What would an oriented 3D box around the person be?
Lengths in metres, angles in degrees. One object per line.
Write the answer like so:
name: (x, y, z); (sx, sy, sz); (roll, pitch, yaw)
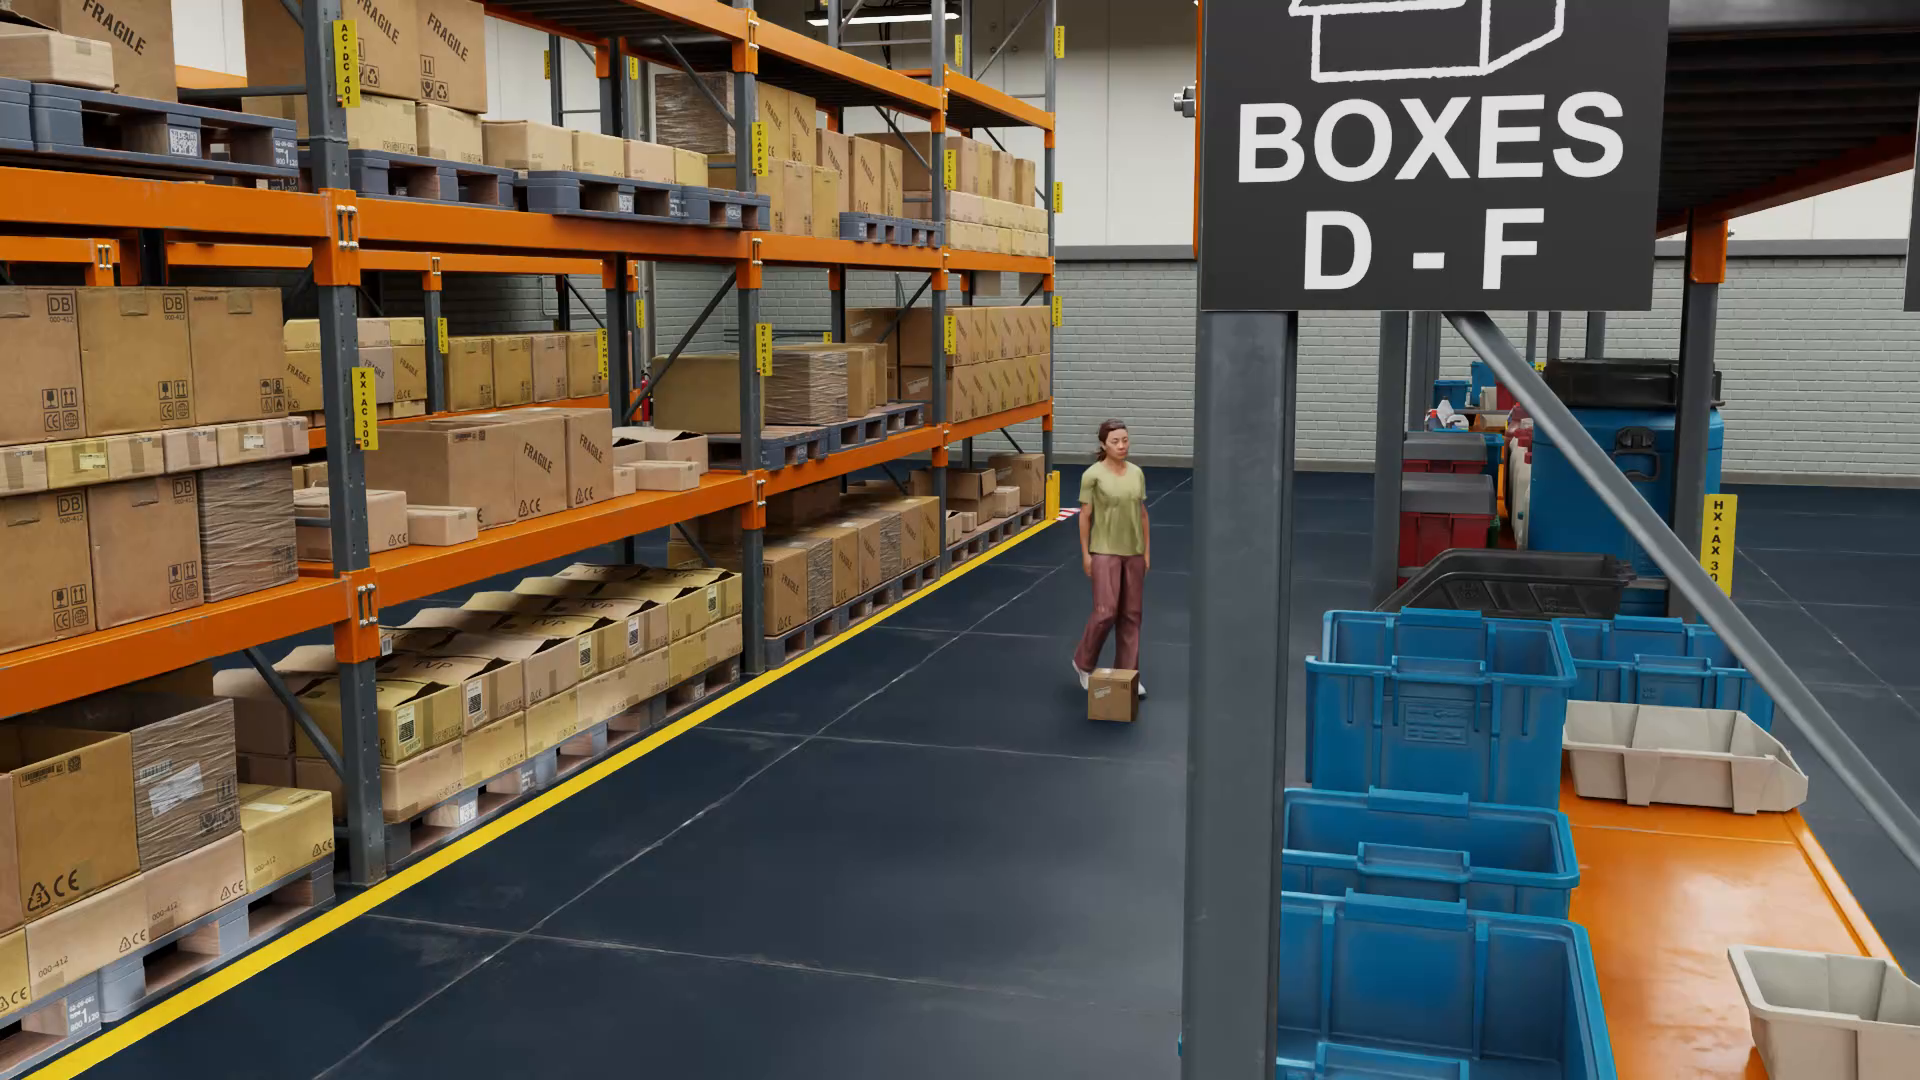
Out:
person: (0.985, 0.124, 10.058); (0.461, 1.715, 0.398); (-3, 9, -17)
